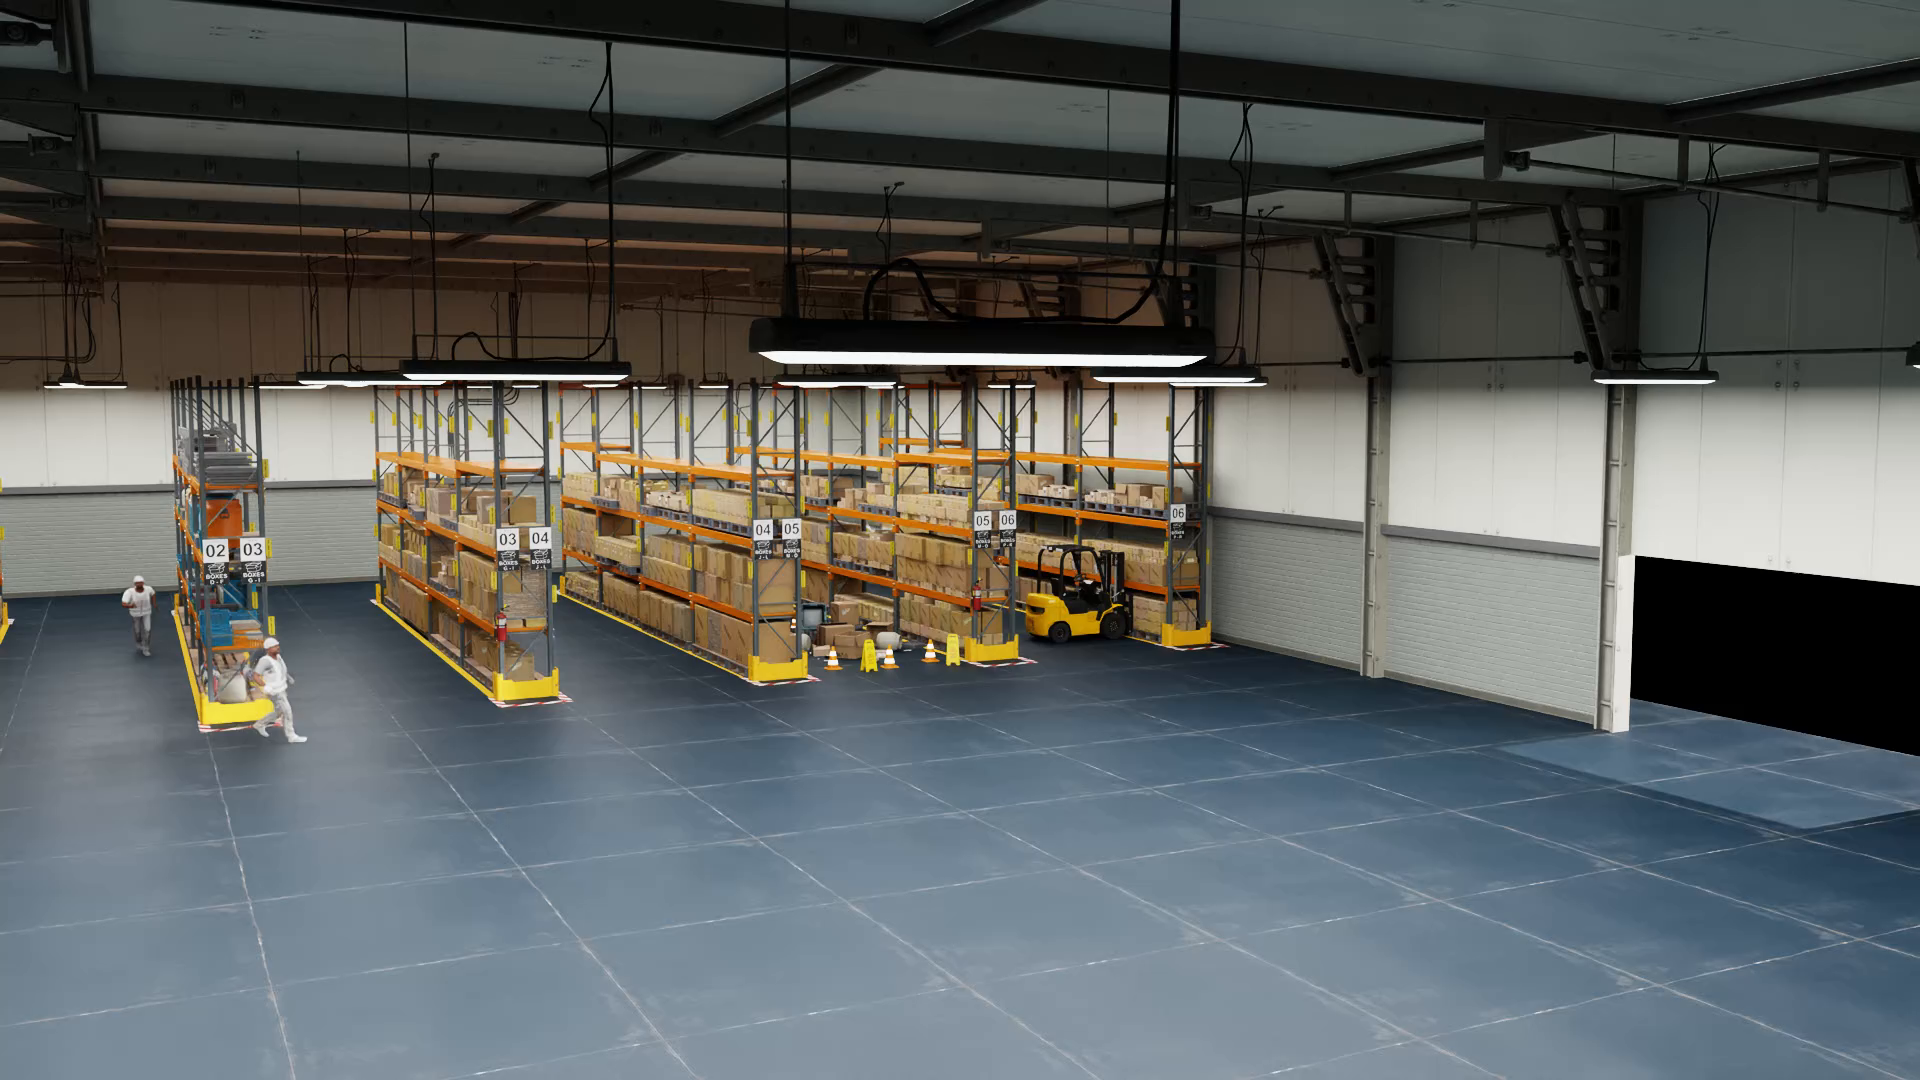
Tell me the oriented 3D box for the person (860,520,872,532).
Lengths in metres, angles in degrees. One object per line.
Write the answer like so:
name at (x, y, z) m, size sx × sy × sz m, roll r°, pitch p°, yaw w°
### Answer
person at (-2.794, 0.180, 49.150) m, size 0.861 × 1.750 × 0.727 m, roll 1°, pitch 5°, yaw 12°

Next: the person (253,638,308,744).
person at (-11.119, 2.455, 26.983) m, size 0.914 × 1.759 × 0.729 m, roll 0°, pitch 5°, yaw -1°

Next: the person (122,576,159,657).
person at (-17.841, 1.630, 36.211) m, size 0.721 × 1.747 × 0.991 m, roll -3°, pitch 6°, yaw -29°

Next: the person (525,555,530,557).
person at (-12.025, 0.763, 46.399) m, size 0.663 × 1.668 × 0.846 m, roll -5°, pitch 7°, yaw -42°
